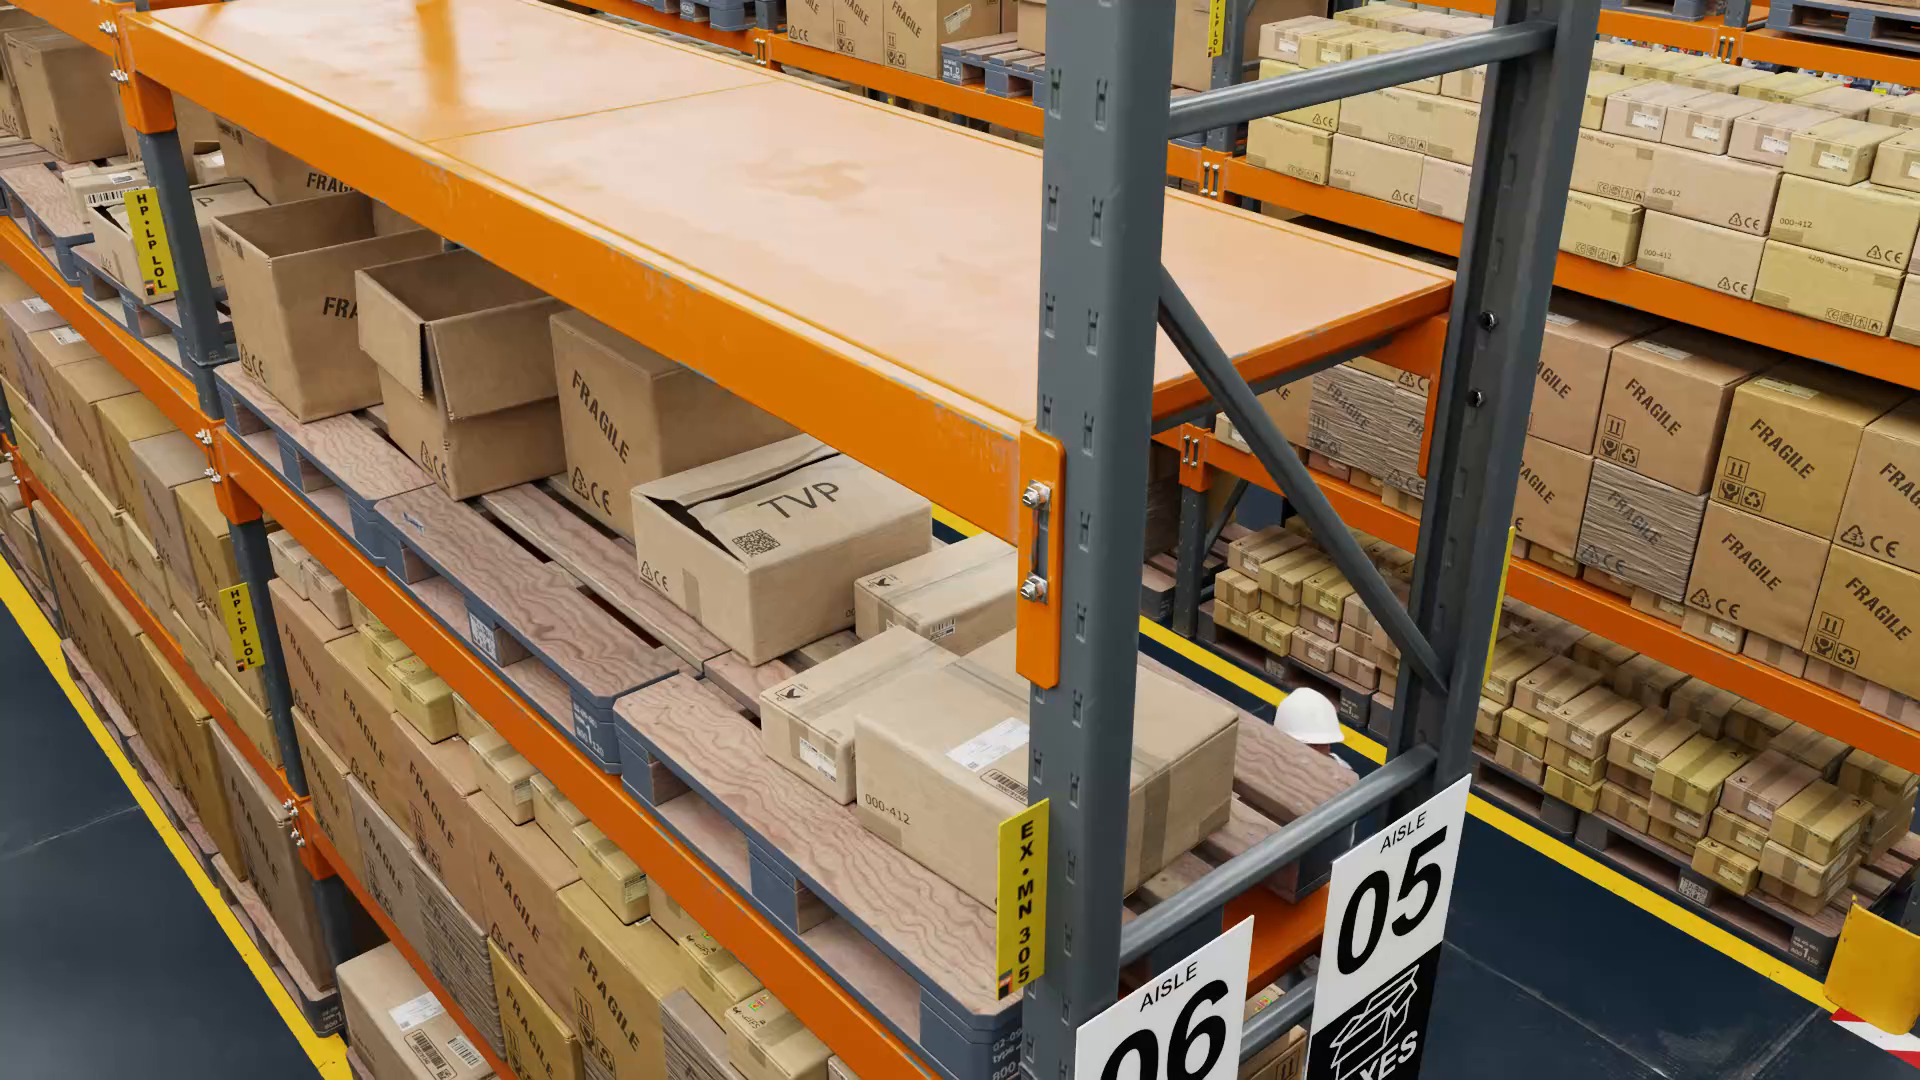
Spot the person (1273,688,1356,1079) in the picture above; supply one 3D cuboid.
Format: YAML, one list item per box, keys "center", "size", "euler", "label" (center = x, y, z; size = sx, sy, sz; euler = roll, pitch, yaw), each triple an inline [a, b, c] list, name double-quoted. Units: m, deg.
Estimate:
- center: [1.211, 1.325, 6.239]
  size: [0.538, 1.756, 0.647]
  euler: [-9, 29, -16]
  label: "person"
